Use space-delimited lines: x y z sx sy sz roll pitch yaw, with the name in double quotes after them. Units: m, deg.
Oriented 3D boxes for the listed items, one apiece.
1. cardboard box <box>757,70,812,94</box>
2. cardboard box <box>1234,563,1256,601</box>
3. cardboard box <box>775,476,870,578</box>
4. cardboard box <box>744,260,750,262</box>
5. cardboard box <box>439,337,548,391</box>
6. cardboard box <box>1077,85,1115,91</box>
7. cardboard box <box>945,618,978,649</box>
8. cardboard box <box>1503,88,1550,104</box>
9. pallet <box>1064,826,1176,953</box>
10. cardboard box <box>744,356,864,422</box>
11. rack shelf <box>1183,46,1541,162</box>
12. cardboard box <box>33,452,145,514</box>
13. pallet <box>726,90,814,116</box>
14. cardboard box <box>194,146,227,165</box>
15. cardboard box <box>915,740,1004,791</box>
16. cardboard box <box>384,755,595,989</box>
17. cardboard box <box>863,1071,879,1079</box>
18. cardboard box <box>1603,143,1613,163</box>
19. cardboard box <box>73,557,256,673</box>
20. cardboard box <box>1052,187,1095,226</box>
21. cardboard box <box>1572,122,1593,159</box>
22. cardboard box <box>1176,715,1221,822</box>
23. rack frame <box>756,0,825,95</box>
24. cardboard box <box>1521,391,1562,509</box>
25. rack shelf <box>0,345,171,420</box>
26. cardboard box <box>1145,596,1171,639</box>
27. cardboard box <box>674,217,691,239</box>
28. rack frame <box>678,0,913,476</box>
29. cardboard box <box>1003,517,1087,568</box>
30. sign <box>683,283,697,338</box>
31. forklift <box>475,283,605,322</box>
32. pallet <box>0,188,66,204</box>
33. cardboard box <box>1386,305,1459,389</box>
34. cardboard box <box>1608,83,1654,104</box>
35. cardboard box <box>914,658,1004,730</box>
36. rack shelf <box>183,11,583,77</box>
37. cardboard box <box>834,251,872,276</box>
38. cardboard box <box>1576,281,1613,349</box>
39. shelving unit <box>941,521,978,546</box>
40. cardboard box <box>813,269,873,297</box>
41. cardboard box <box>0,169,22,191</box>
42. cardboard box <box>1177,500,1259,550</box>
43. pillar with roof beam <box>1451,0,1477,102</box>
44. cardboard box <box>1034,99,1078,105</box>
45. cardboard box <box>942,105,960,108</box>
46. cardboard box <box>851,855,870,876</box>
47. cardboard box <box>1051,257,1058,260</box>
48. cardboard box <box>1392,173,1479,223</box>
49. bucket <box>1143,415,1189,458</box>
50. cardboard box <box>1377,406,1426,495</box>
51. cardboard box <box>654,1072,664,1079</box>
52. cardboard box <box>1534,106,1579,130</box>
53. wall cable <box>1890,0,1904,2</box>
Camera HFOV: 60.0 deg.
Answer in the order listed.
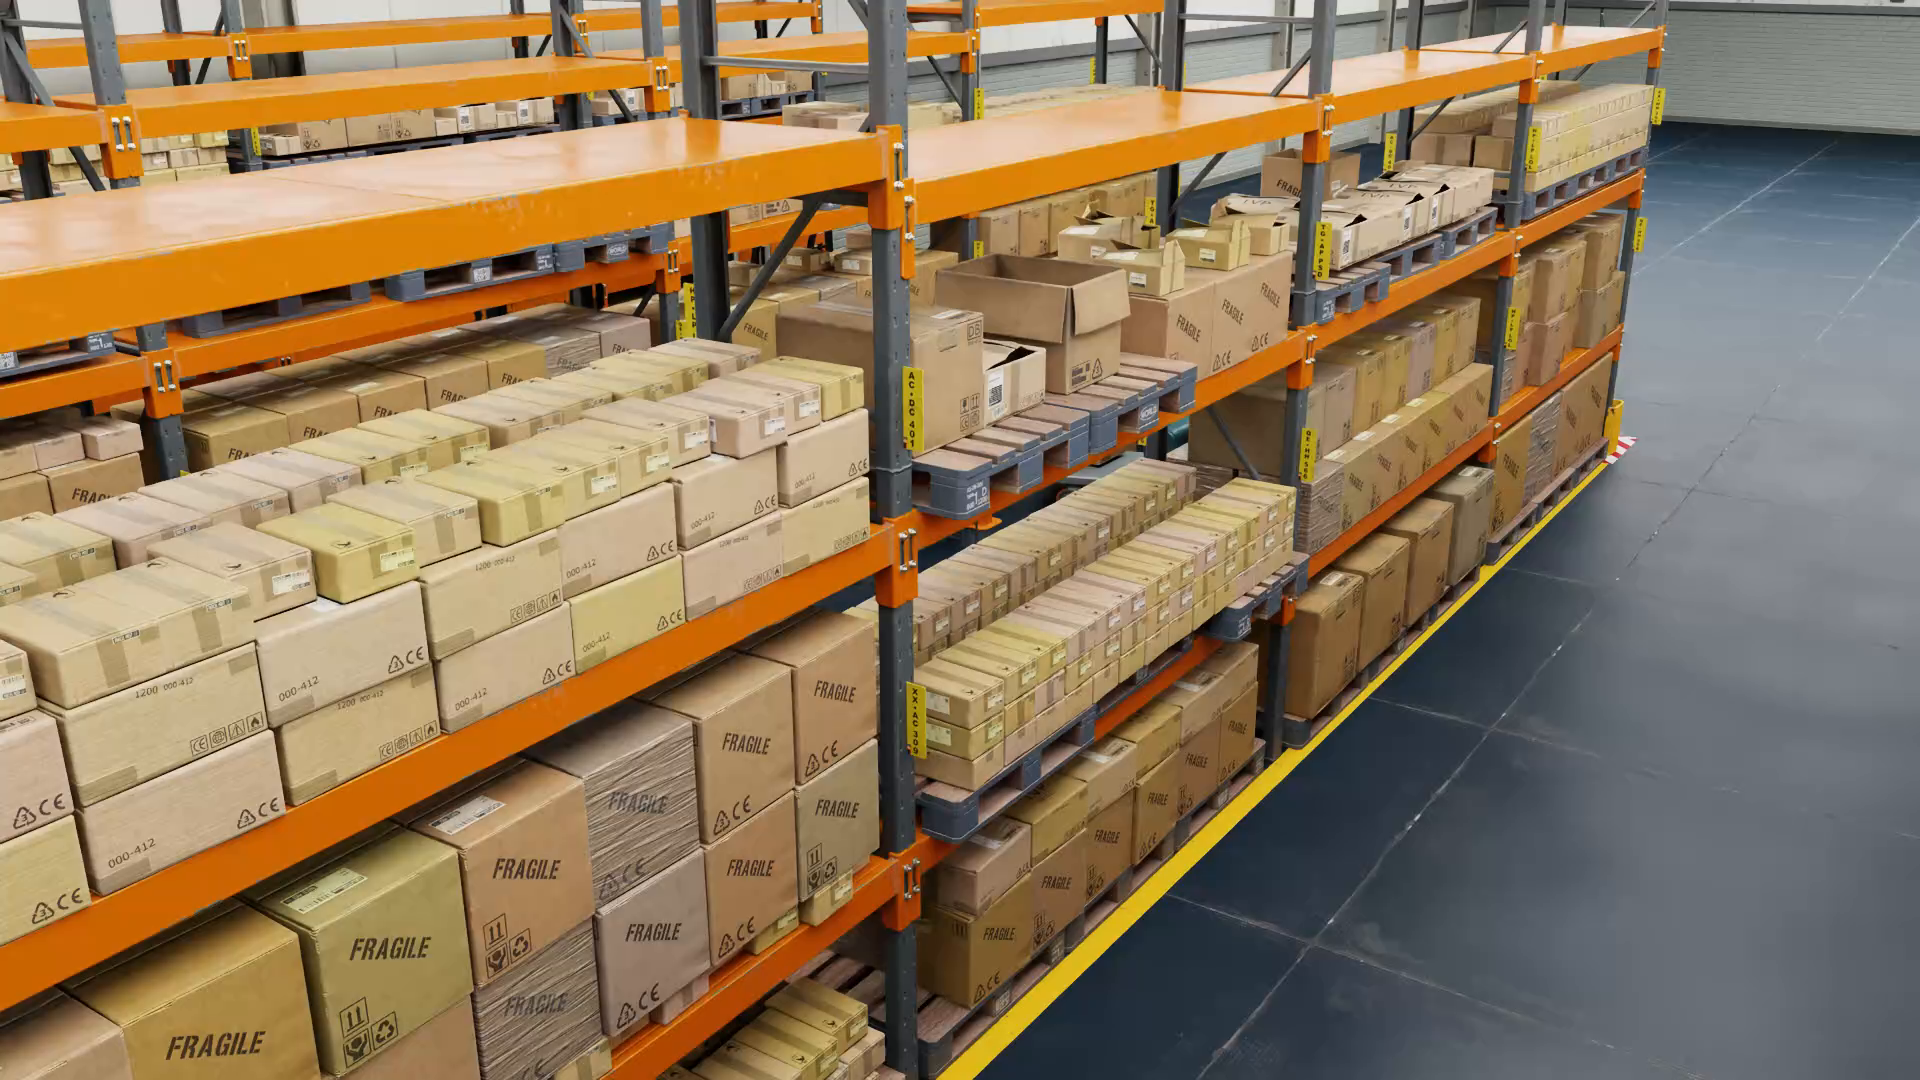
-2.195 -5.825 20.618 0.500 0.500 0.500 14 25 34 "cardboard box"
1.431 0.194 9.321 0.380 0.149 0.250 14 24 33 "cardboard box"
-0.688 -0.098 6.247 0.500 0.250 0.500 14 24 33 "cardboard box"
-2.852 -3.433 21.286 0.500 0.250 0.500 13 24 32 "cardboard box"
-3.178 -1.066 11.385 0.500 0.500 0.500 13 24 32 "cardboard box"
1.463 -4.860 18.117 0.380 0.149 0.250 13 24 32 "cardboard box"
-0.136 0.448 8.207 0.380 0.149 0.250 12 24 30 "cardboard box"
5.088 -3.980 14.988 0.380 0.149 0.250 13 24 31 "cardboard box"
0.487 1.777 9.303 1.003 0.211 1.213 13 24 32 "pallet"
-0.585 -0.570 6.227 0.380 0.149 0.250 12 23 29 "cardboard box"
2.738 -2.966 11.072 1.077 0.370 4.000 13 24 32 "rack shelf"
-4.823 -0.218 9.093 0.500 0.500 0.500 13 24 31 "cardboard box"
-2.566 -5.469 20.678 1.003 0.211 1.213 13 24 32 "pallet"
-6.645 -3.381 14.547 0.380 0.149 0.250 14 24 33 "cardboard box"
-0.033 0.942 7.298 0.380 0.149 0.250 12 23 29 "cardboard box"
-1.539 1.022 5.311 0.500 0.500 0.500 12 24 30 "cardboard box"
-0.574 2.364 7.202 0.380 0.149 0.250 14 24 32 "cardboard box"
5.489 -3.405 14.584 0.380 0.149 0.250 13 24 32 "cardboard box"
-2.005 0.183 4.191 0.380 0.149 0.250 14 24 33 "cardboard box"
0.966 -3.375 17.198 0.700 0.500 0.500 13 24 31 "cardboard box"
4.934 -3.346 13.849 0.500 0.250 0.500 13 24 31 "cardboard box"
1.165 1.260 9.679 0.500 0.500 0.500 14 25 34 "cardboard box"
-2.147 -7.115 20.677 1.000 3.000 0.127 13 24 32 "rack frame"
4.777 -0.877 14.918 0.875 0.875 0.875 13 24 32 "cardboard box"
-5.910 -0.387 7.849 1.077 0.370 4.000 13 24 32 "rack shelf"
0.844 0.354 8.461 0.380 0.149 0.250 13 24 31 "cardboard box"
-2.220 -2.386 12.576 0.380 0.149 0.250 13 24 32 "cardboard box"
-0.635 -1.769 6.224 1.000 3.000 0.127 13 24 32 "rack frame"
0.456 0.011 8.958 0.380 0.149 0.250 14 25 33 "cardboard box"
-1.096 -0.897 6.876 0.100 0.325 0.005 13 24 32 "sign"
-3.653 -1.646 14.637 1.130 2.935 3.031 -5 21 -12 "forklift"
-7.888 -2.649 13.197 1.213 0.211 1.003 13 24 32 "pallet"
3.300 -1.475 12.491 0.700 0.500 0.500 13 24 31 "cardboard box"
6.202 -4.142 15.427 0.380 0.149 0.250 14 24 32 "cardboard box"
-0.033 0.663 7.195 0.380 0.149 0.250 15 25 35 "cardboard box"
-5.520 -4.869 16.217 1.077 0.370 4.000 13 24 32 "rack shelf"
-0.873 -2.415 14.503 0.380 0.149 0.250 12 24 30 "cardboard box"
5.648 -2.191 15.797 0.875 0.550 0.550 13 24 32 "cardboard box"
-0.005 -0.420 14.250 0.258 0.900 0.210 13 24 32 "shelving unit"
-0.931 -2.104 14.598 0.500 0.500 0.500 14 25 34 "cardboard box"
-7.553 -2.846 13.071 0.380 0.149 0.250 14 24 33 "cardboard box"
1.427 -0.084 9.216 0.380 0.149 0.250 14 25 33 "cardboard box"
17.141 -14.859 41.613 9.100 9.000 0.400 13 24 32 "pillar with roof beam"
0.964 -4.339 16.708 0.380 0.149 0.250 14 24 33 "cardboard box"
0.012 -4.130 16.144 0.380 0.149 0.250 14 24 33 "cardboard box"
-0.602 1.290 6.963 0.380 0.149 0.250 13 24 31 "cardboard box"
0.797 -1.300 9.135 0.500 0.500 0.500 13 24 32 "cardboard box"
3.350 -2.434 11.811 0.500 0.250 0.500 13 24 31 "cardboard box"
2.032 -0.917 15.095 0.620 0.611 0.726 -24 30 -29 "bucket"
2.938 -0.660 11.728 0.500 0.500 0.500 13 24 31 "cardboard box"
-1.433 2.193 6.806 0.380 0.149 0.250 13 24 30 "cardboard box"
4.775 -3.415 13.459 0.380 0.149 0.250 13 24 31 "cardboard box"
24.172 -16.025 39.863 2.305 6.003 0.169 13 24 32 "wall cable"
